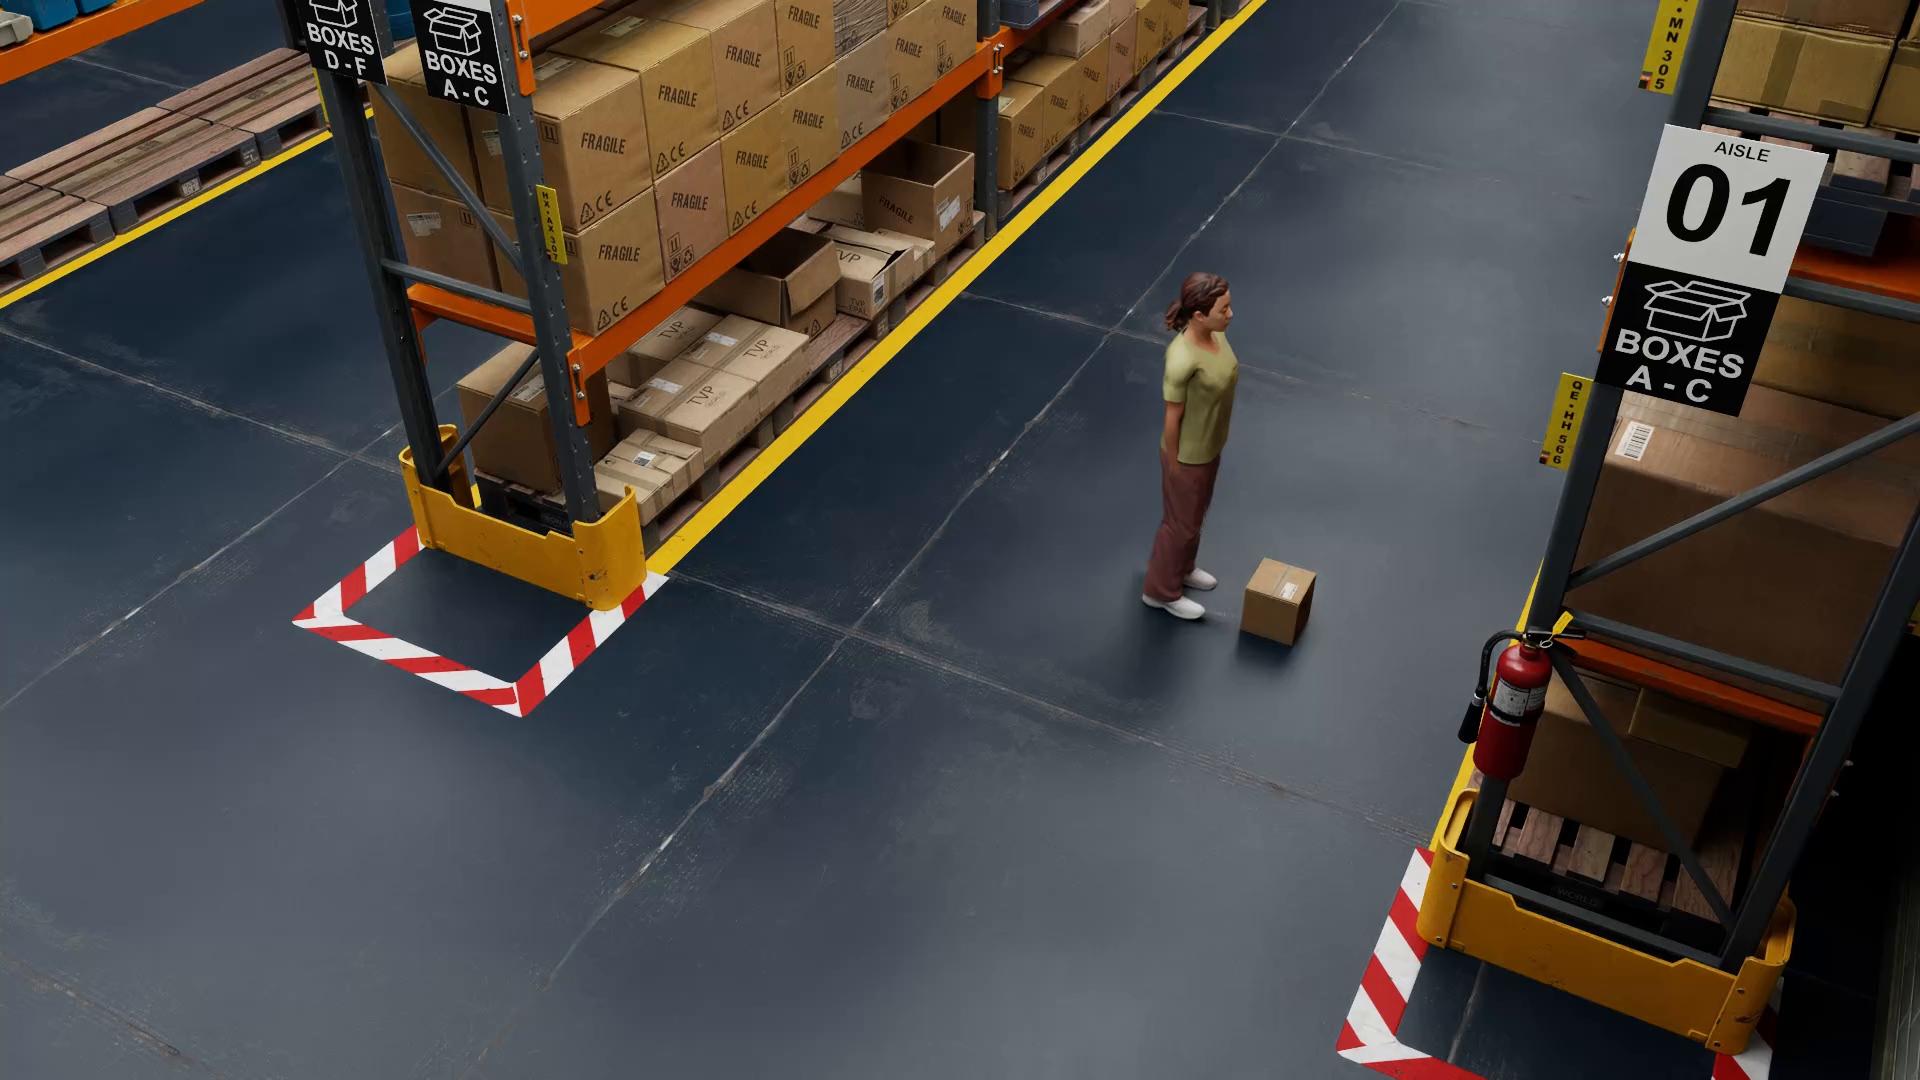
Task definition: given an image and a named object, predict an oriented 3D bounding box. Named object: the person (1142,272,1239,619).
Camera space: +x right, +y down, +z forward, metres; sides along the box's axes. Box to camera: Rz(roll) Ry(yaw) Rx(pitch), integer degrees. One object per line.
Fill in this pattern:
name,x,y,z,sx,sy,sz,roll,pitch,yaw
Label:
person,1.020,-0.413,7.287,0.369,1.674,0.440,19,42,22
